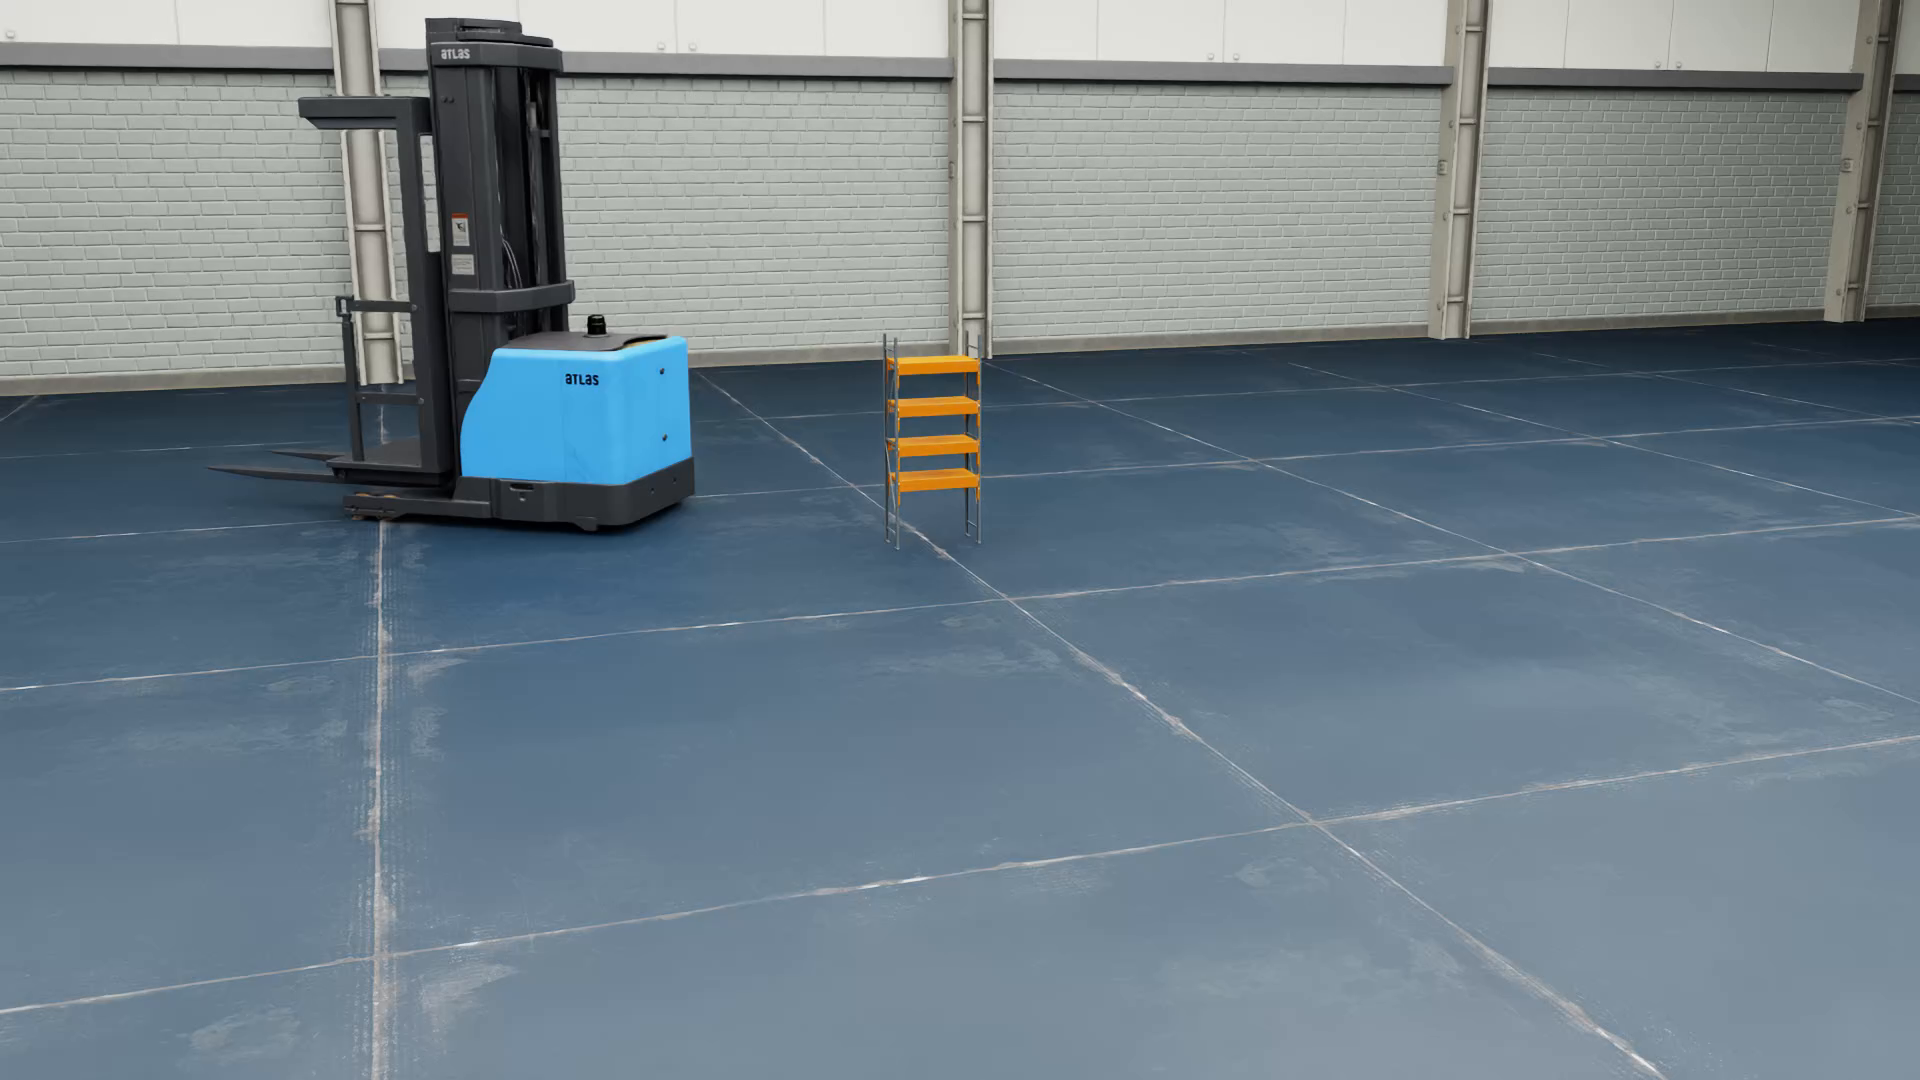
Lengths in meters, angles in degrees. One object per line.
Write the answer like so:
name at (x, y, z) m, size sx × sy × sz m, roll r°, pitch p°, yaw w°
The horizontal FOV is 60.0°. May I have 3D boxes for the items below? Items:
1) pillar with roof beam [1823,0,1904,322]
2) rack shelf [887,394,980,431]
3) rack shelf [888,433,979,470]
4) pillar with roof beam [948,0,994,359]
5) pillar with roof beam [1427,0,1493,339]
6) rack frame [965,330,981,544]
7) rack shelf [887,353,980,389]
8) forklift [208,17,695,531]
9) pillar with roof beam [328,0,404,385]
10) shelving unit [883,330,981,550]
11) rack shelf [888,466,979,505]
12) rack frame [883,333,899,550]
pillar with roof beam at (12.859, -6.285, 16.621) m, size 0.400 × 9.000 × 9.100 m, roll -4°, pitch 14°, yaw -18°
rack shelf at (-0.157, -0.724, 9.416) m, size 0.480 × 0.148 × 0.258 m, roll -4°, pitch 14°, yaw -18°
rack shelf at (-0.157, -0.506, 9.468) m, size 0.480 × 0.148 × 0.258 m, roll -4°, pitch 14°, yaw -18°
pillar with roof beam at (1.485, -5.400, 12.898) m, size 0.400 × 9.000 × 9.100 m, roll -4°, pitch 14°, yaw -18°
pillar with roof beam at (7.172, -5.843, 14.759) m, size 0.400 × 9.000 × 9.100 m, roll -4°, pitch 14°, yaw -18°
rack frame at (0.074, -0.590, 9.528) m, size 0.015 × 1.200 × 0.240 m, roll -4°, pitch 14°, yaw -18°
rack shelf at (-0.157, -0.954, 9.362) m, size 0.480 × 0.148 × 0.258 m, roll -4°, pitch 14°, yaw -18°
forklift at (-3.260, -1.647, 10.235) m, size 3.031 × 2.935 × 1.130 m, roll 4°, pitch 14°, yaw 16°
pillar with roof beam at (-4.201, -4.957, 11.036) m, size 0.400 × 9.000 × 9.100 m, roll -4°, pitch 14°, yaw -18°
shelving unit at (-0.157, -0.571, 9.453) m, size 0.503 × 1.200 × 0.258 m, roll -4°, pitch 14°, yaw -18°
rack shelf at (-0.157, -0.313, 9.514) m, size 0.480 × 0.148 × 0.258 m, roll -4°, pitch 14°, yaw -18°
rack frame at (-0.388, -0.553, 9.377) m, size 0.015 × 1.200 × 0.240 m, roll -4°, pitch 14°, yaw -18°
